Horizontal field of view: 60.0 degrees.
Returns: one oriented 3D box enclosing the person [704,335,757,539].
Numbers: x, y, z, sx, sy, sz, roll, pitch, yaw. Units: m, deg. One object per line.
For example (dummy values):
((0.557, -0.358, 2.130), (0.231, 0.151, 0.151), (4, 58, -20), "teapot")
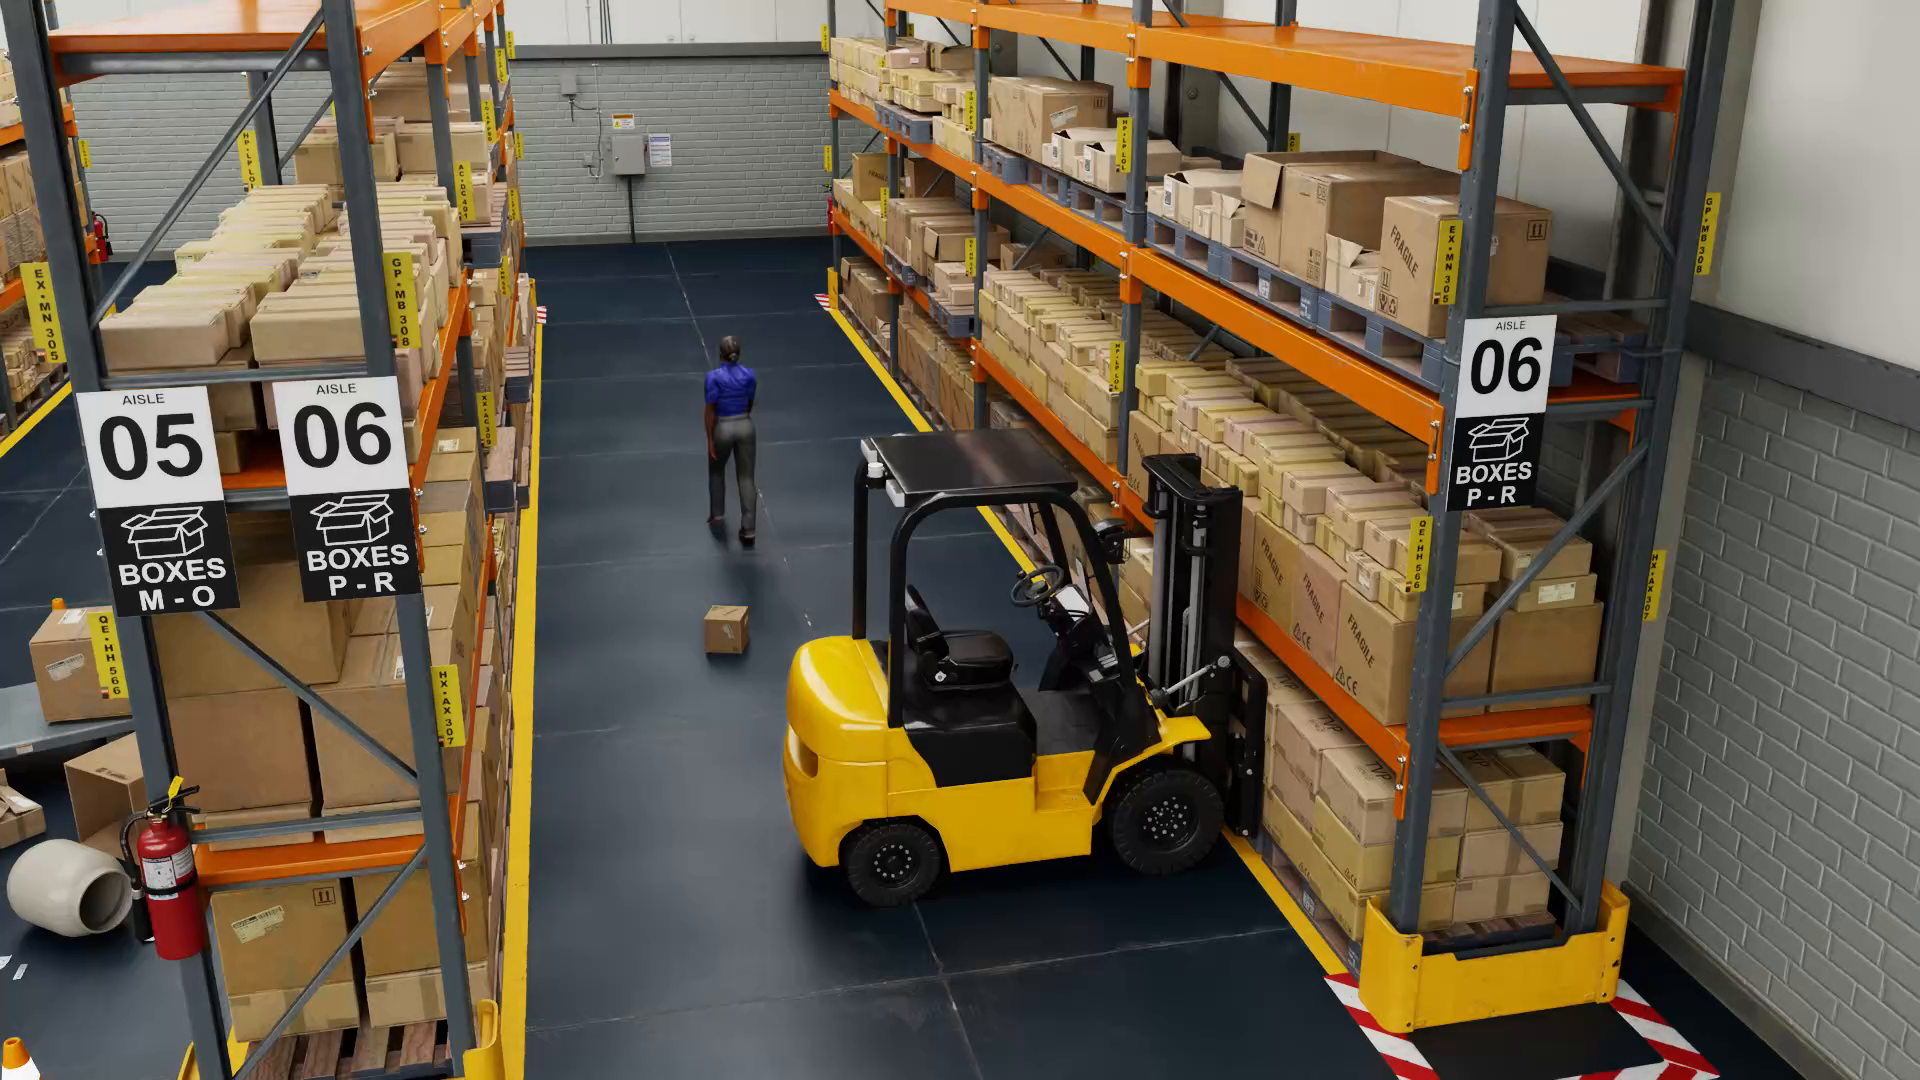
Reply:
((-1.855, -0.830, 13.439), (0.448, 1.692, 0.768), (-7, 21, -18), "person")
